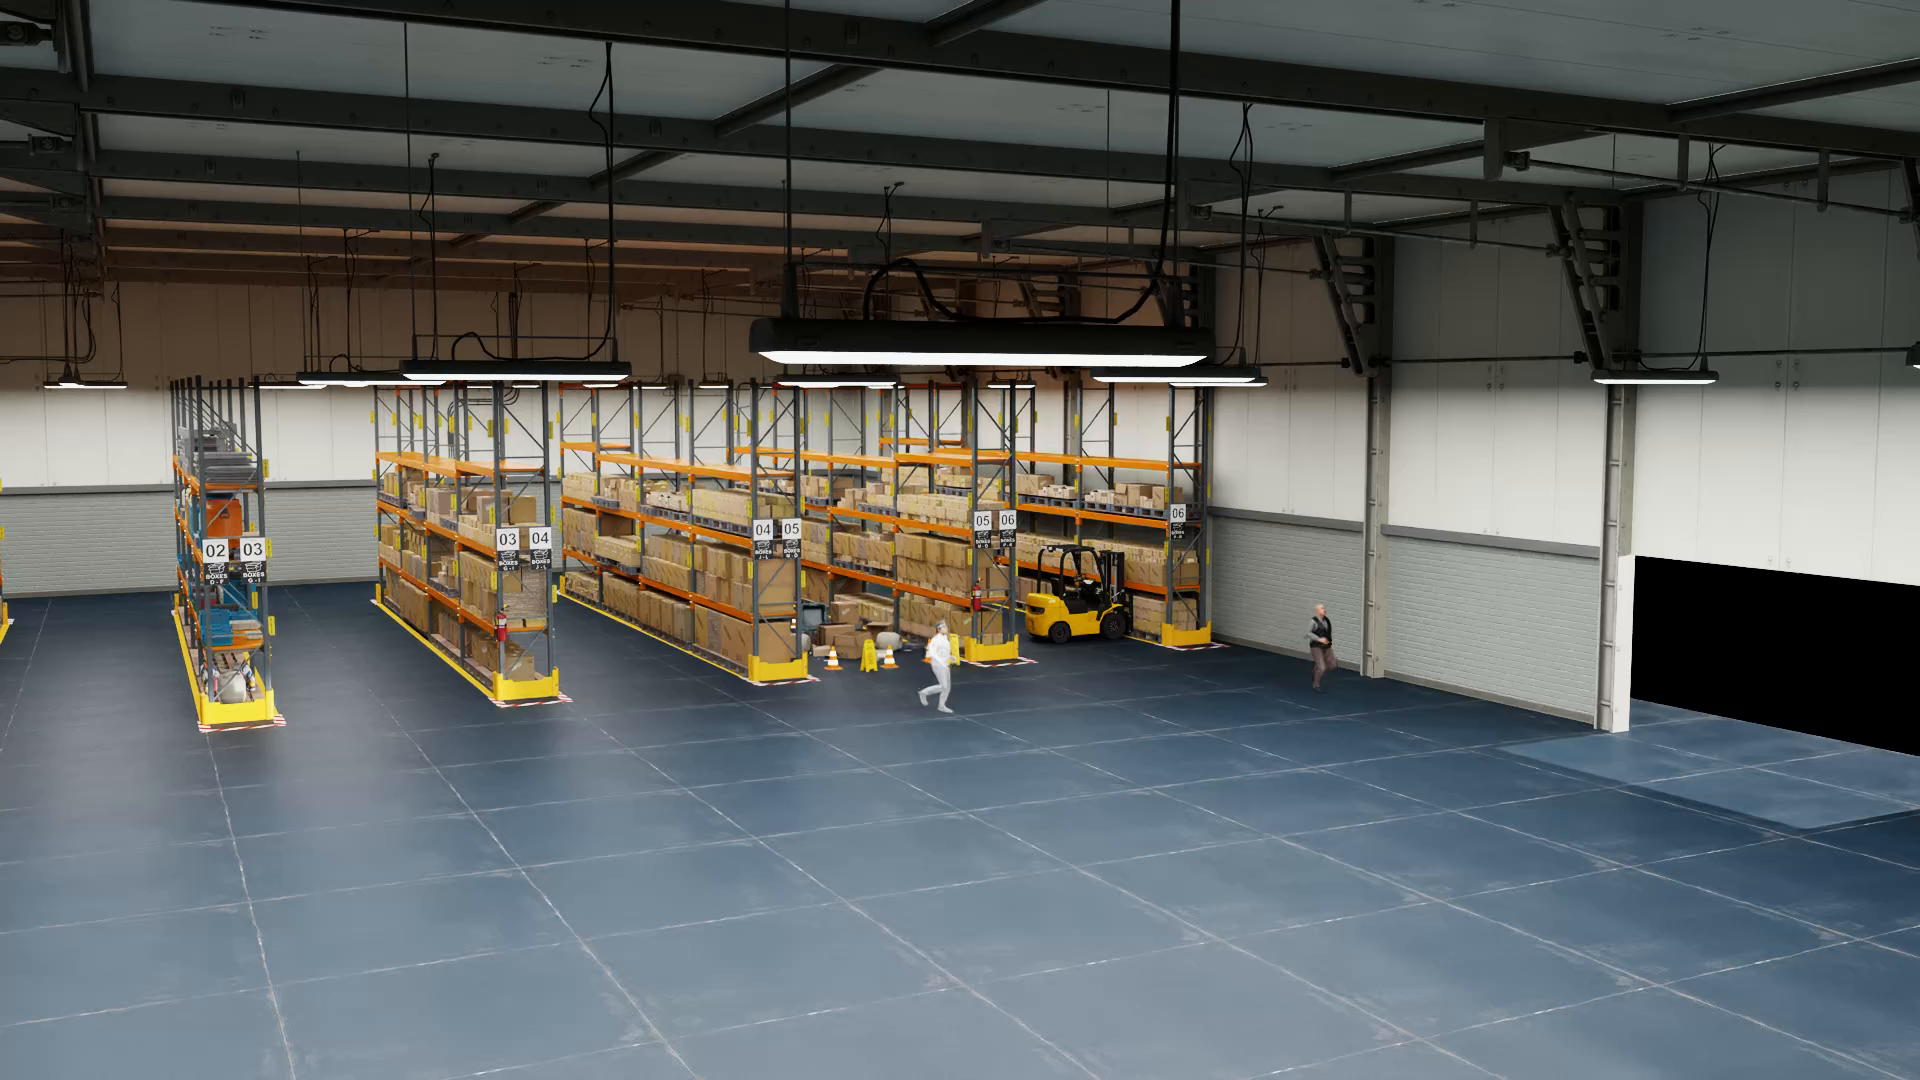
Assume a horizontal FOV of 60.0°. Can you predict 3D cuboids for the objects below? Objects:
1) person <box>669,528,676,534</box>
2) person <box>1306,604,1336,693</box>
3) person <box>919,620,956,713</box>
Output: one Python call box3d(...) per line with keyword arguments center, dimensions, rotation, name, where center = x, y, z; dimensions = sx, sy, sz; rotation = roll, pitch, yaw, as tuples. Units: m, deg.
box3d(center=(-8.639, 0.400, 50.075), dimensions=(0.735, 1.742, 0.695), rotation=(-2, 6, -24), name="person")
box3d(center=(6.897, 2.065, 31.741), dimensions=(0.698, 1.688, 0.591), rotation=(-3, 6, -33), name="person")
box3d(center=(-0.396, 2.251, 29.865), dimensions=(0.606, 1.678, 0.617), rotation=(2, 5, 21), name="person")
